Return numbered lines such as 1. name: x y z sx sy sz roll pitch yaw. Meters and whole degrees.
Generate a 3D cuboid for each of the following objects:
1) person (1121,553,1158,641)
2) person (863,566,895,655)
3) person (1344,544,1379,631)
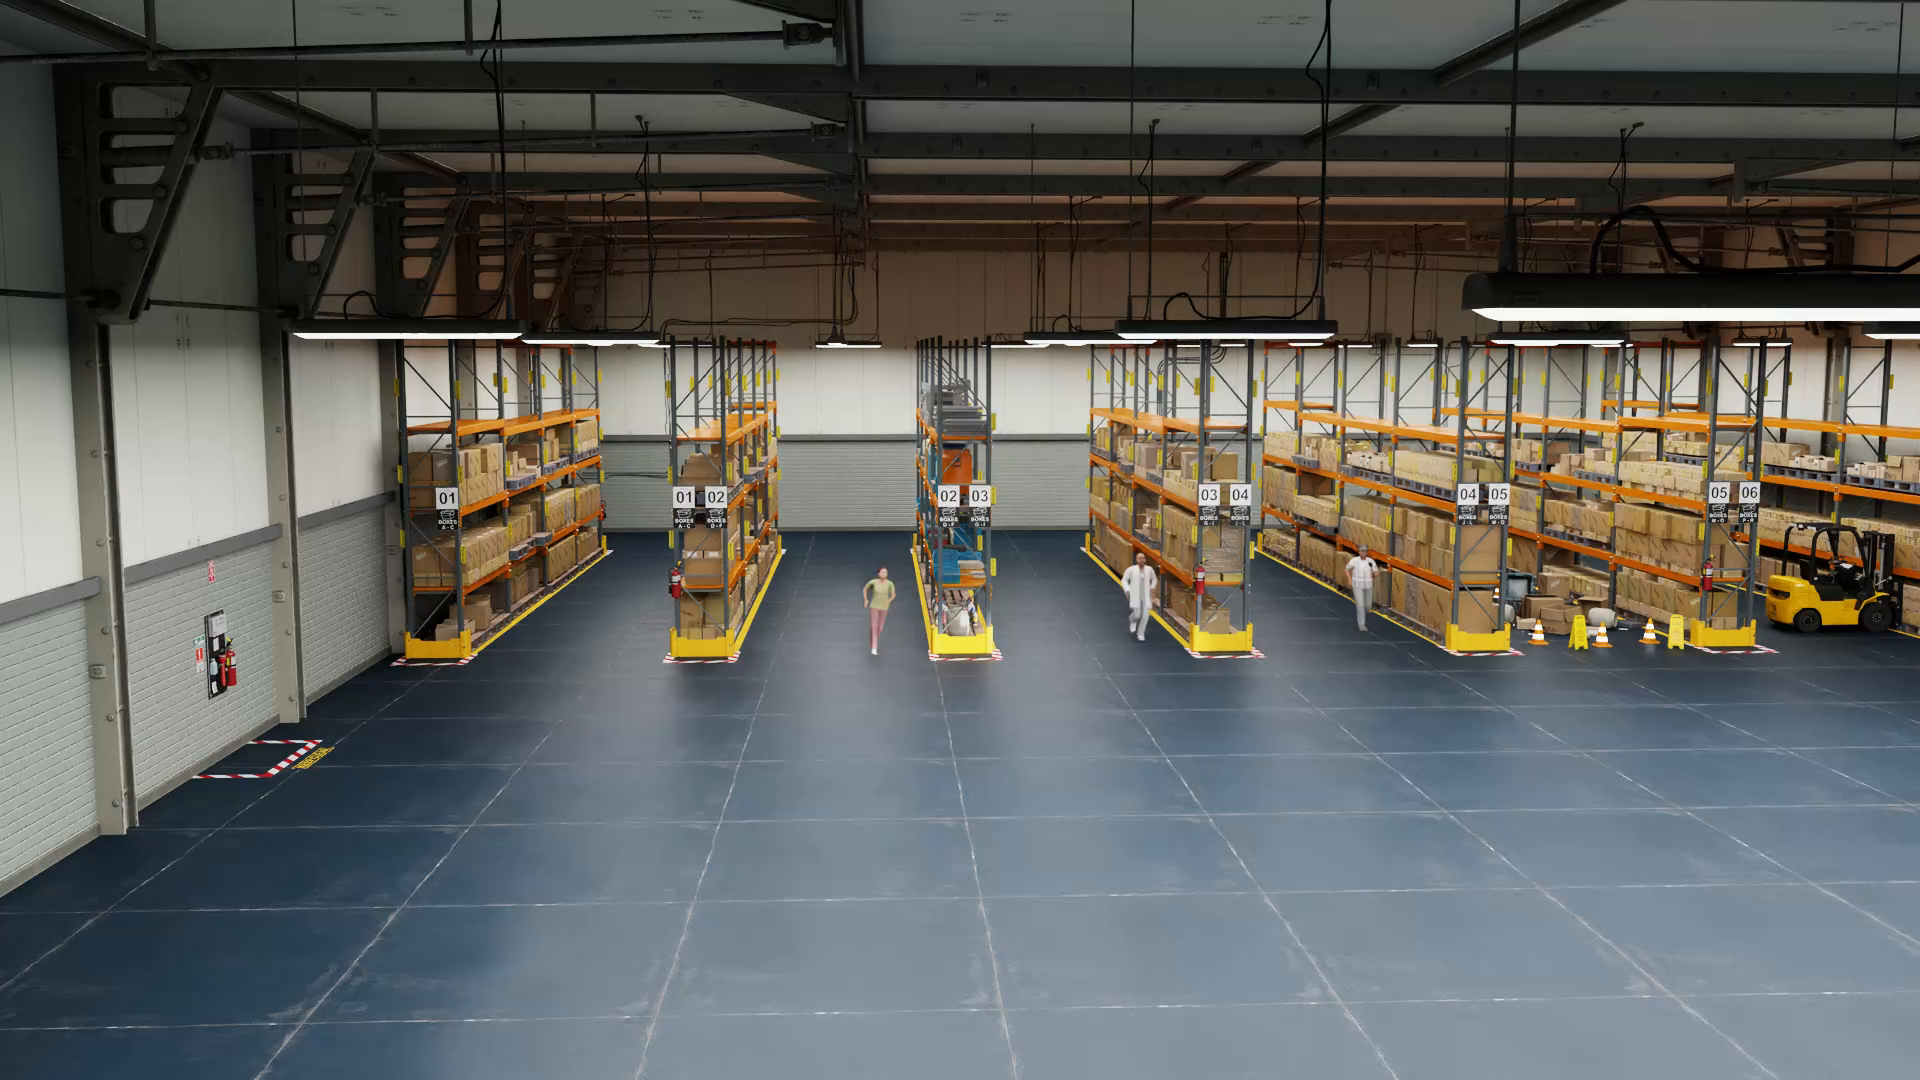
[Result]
1. person: 3.579 1.118 33.023 0.724 1.727 0.643 -1 7 -7
2. person: -1.539 1.322 31.802 0.616 1.665 0.803 -1 7 -11
3. person: 8.281 0.954 34.222 0.673 1.755 0.923 0 6 -3
